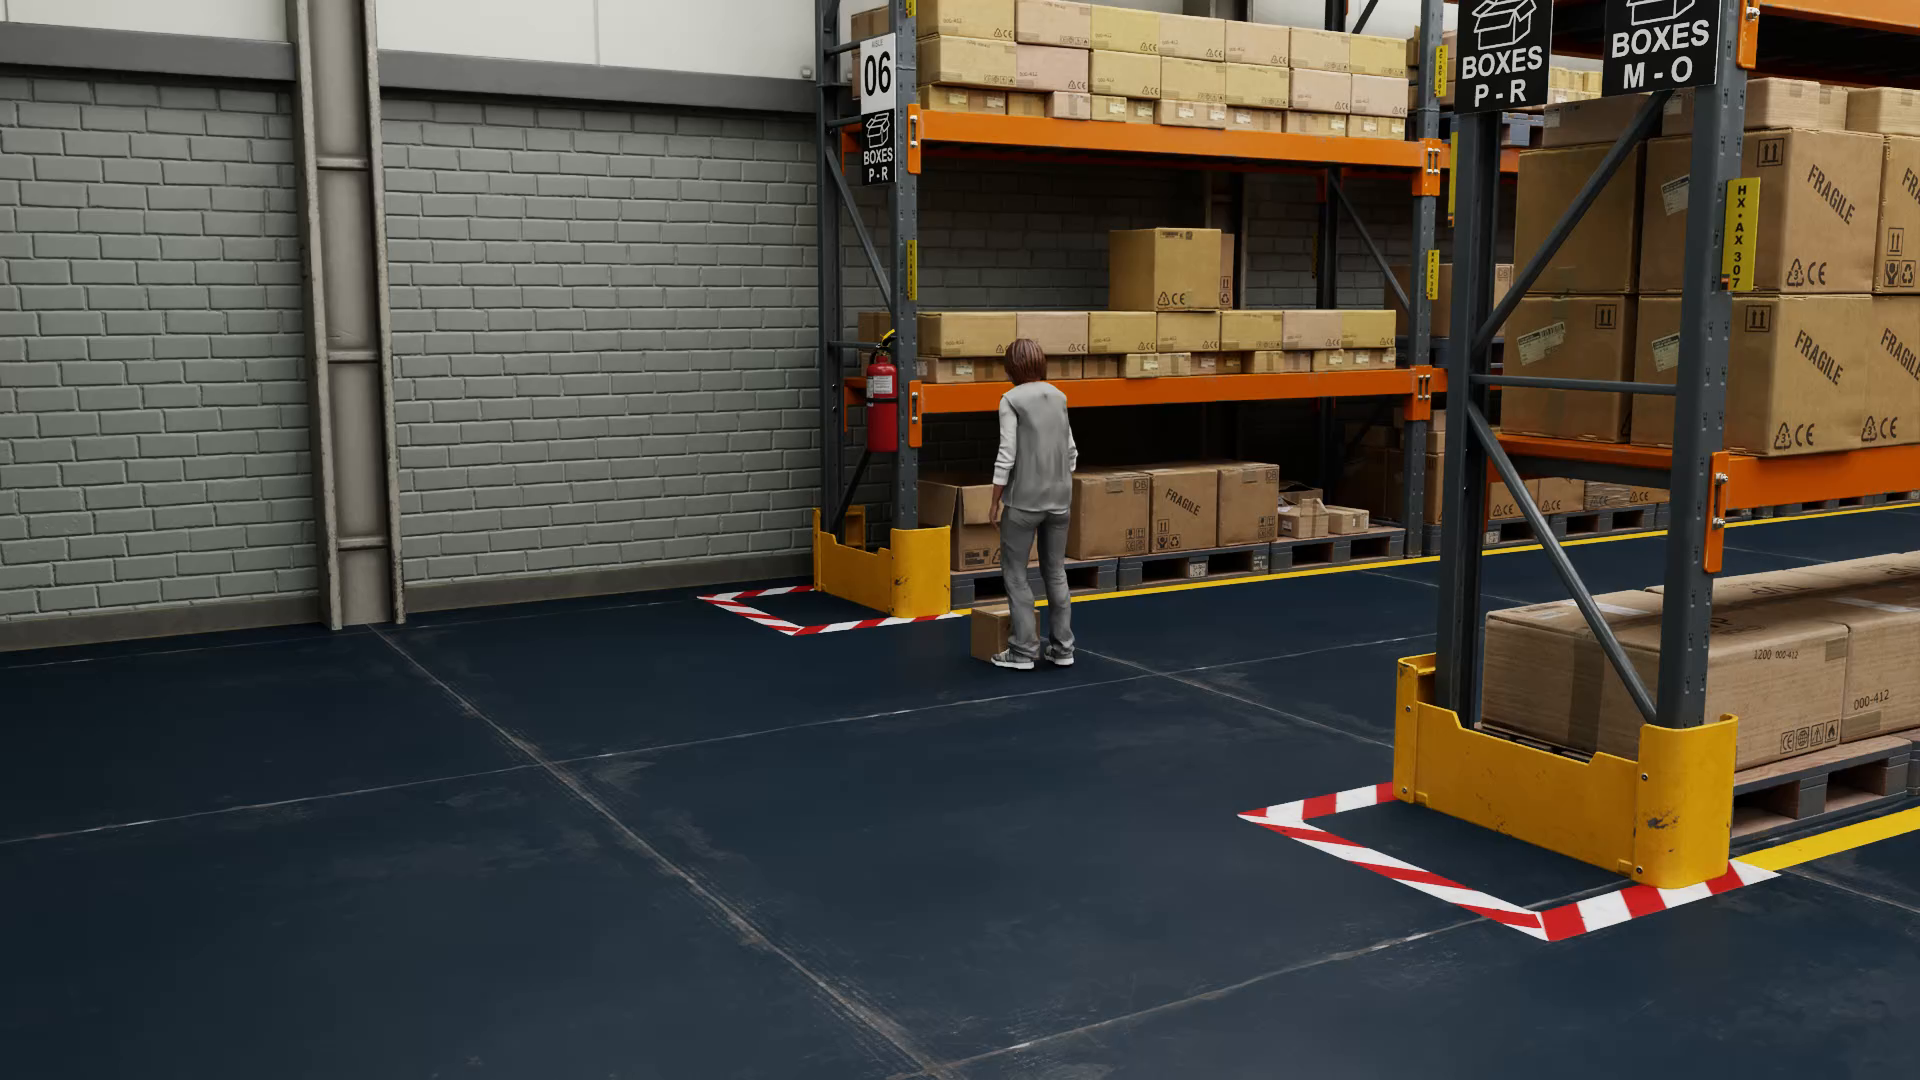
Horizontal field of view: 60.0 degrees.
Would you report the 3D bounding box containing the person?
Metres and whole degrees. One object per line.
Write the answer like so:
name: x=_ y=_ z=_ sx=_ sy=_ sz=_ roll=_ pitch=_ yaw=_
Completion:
person: x=0.351 y=-0.167 z=8.008 sx=0.478 sy=1.593 sz=0.367 roll=-5 pitch=10 yaw=-33
